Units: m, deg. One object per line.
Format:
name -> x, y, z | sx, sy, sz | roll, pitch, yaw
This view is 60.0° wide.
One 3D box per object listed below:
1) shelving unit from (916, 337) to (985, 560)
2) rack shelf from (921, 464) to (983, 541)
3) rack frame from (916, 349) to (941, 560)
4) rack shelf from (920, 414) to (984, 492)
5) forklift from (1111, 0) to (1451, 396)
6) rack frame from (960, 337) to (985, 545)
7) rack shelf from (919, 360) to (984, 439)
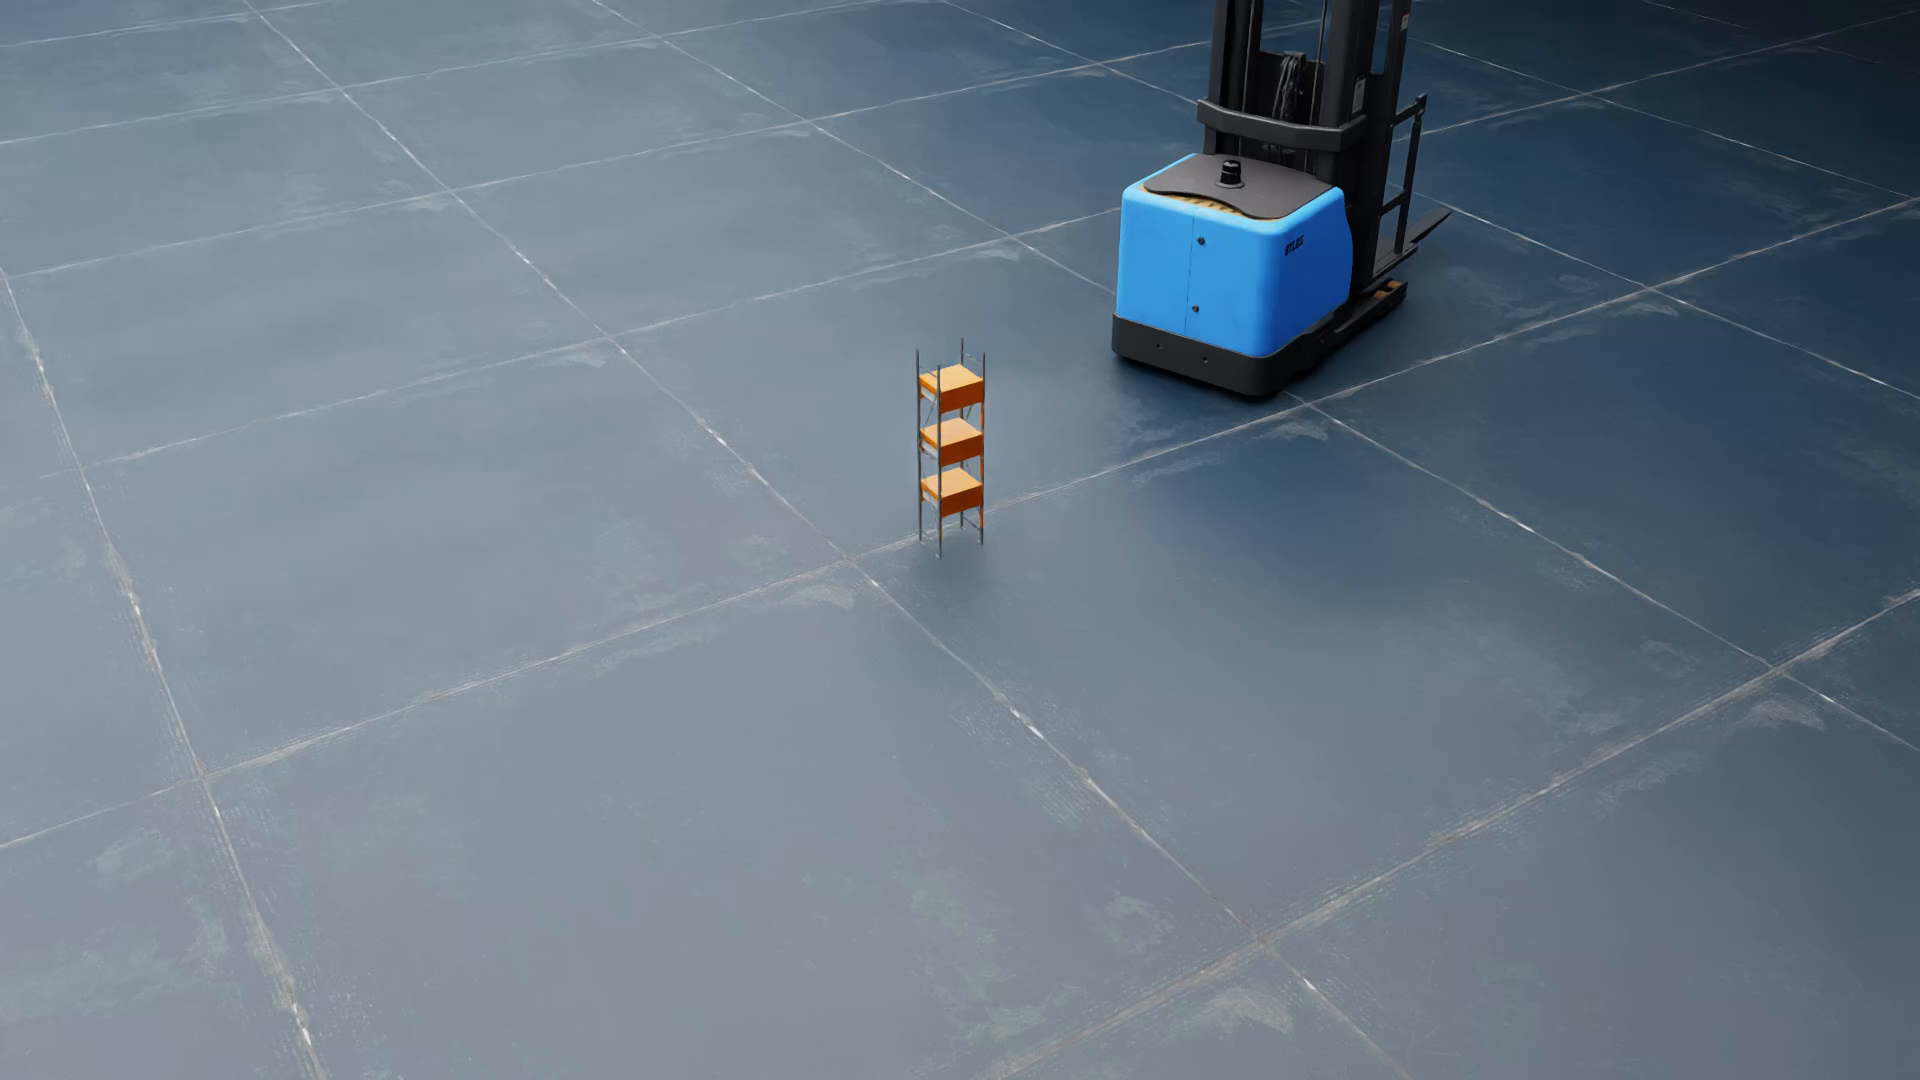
shelving unit -> -0.045, -0.429, 7.945 | 0.252, 1.050, 0.215 | -19, 37, -27
rack shelf -> -0.045, -0.185, 8.099 | 0.240, 0.259, 0.215 | -19, 37, -27
rack frame -> -0.148, -0.393, 7.889 | 0.008, 1.050, 0.200 | -19, 37, -27
rack shelf -> -0.045, -0.420, 7.951 | 0.240, 0.259, 0.215 | -19, 37, -27
forklift -> 2.194, -2.783, 9.915 | 1.130, 2.935, 3.031 | 22, 38, 31
rack frame -> 0.058, -0.464, 8.001 | 0.008, 1.050, 0.200 | -19, 37, -27
rack shelf -> -0.045, -0.660, 7.800 | 0.240, 0.259, 0.215 | -19, 37, -27
